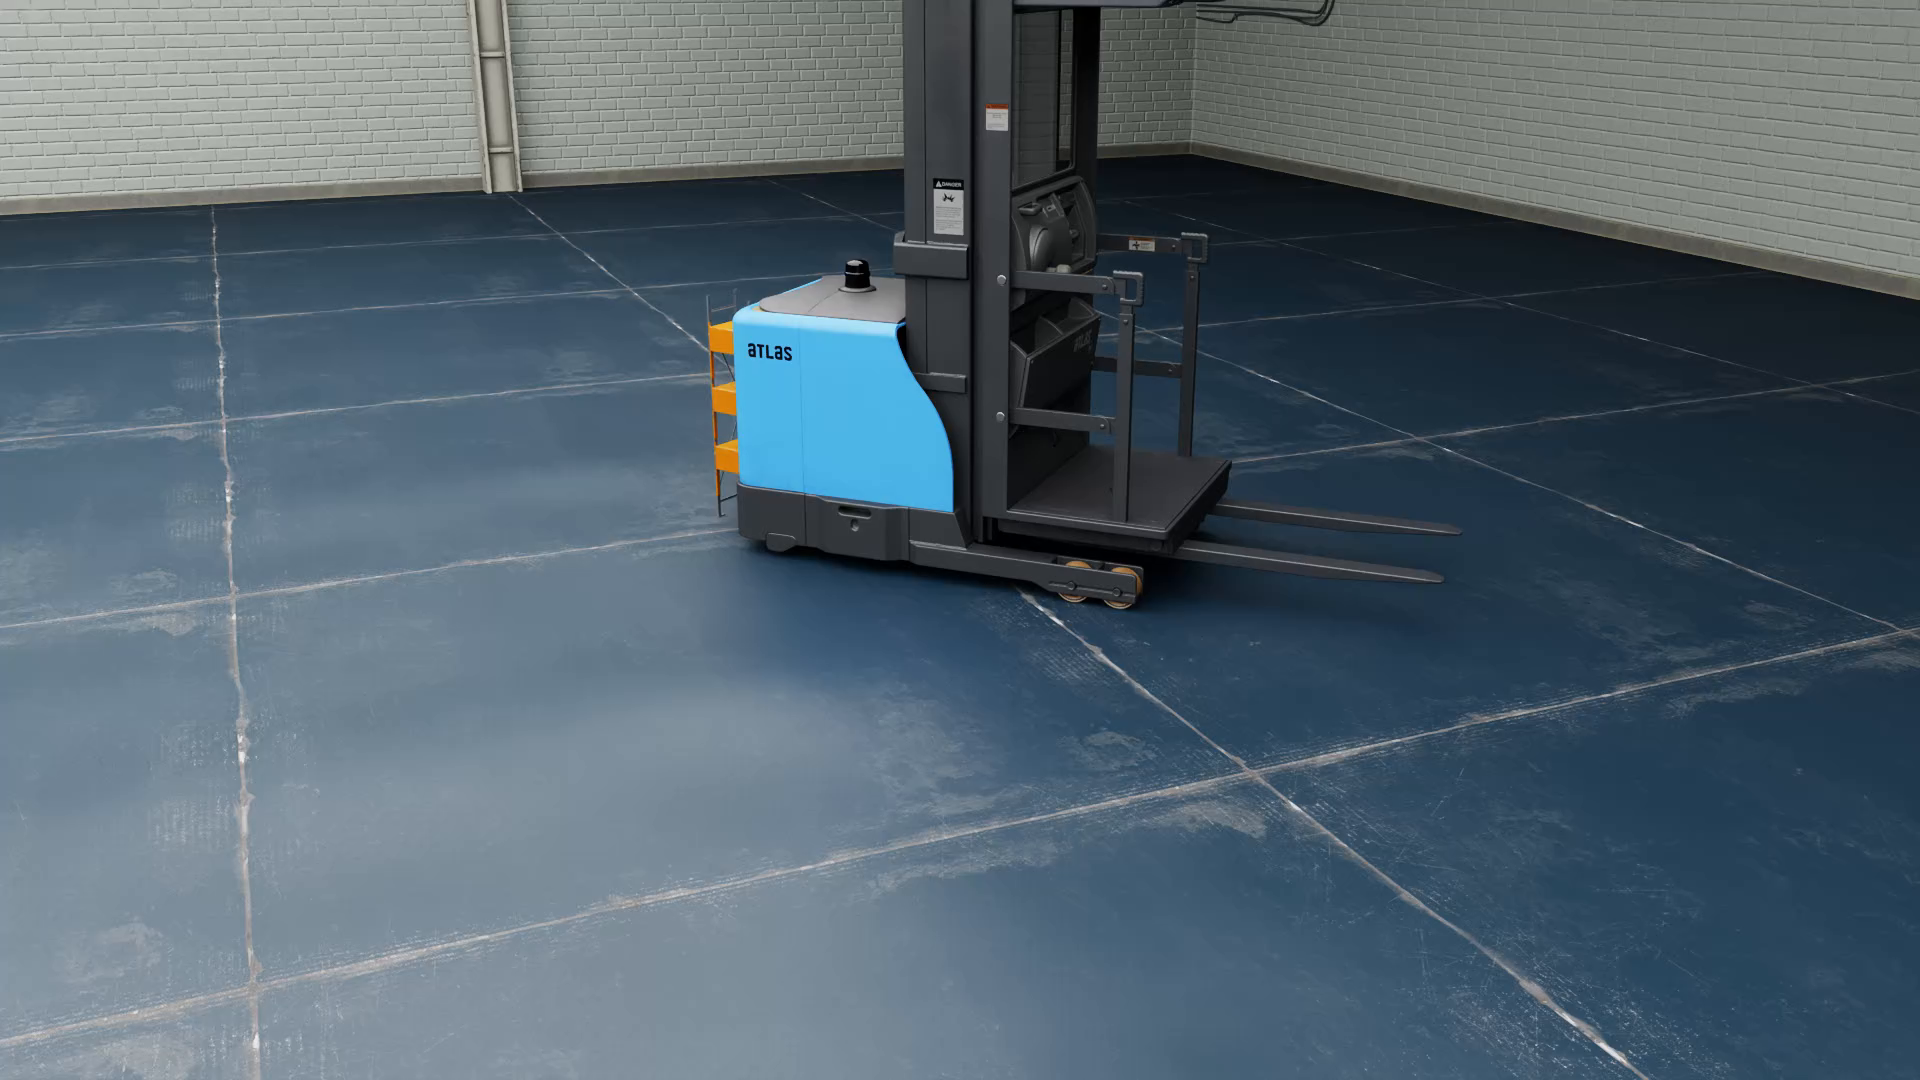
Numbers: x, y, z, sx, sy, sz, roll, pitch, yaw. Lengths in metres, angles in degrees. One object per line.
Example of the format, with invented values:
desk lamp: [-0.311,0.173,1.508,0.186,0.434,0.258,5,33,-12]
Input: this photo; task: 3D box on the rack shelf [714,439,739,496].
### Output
rack shelf: [-0.981,-0.335,7.762,0.240,0.259,0.215,13,23,32]

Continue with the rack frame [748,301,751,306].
rack frame: [-0.880,-0.585,7.601,0.008,1.050,0.200,13,23,32]

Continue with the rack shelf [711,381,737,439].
rack shelf: [-0.981,-0.597,7.670,0.240,0.259,0.215,13,23,32]

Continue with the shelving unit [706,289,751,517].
shelving unit: [-0.981,-0.607,7.666,0.252,1.050,0.215,13,23,32]

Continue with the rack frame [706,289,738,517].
rack frame: [-1.082,-0.630,7.731,0.008,1.050,0.200,13,23,32]

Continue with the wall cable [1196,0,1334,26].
wall cable: [3.612,-7.472,19.870,0.112,2.526,3.097,-8,21,-22]

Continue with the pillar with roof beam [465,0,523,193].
pillar with roof beam: [-3.420,-6.851,13.429,0.400,9.000,9.100,-8,21,-22]

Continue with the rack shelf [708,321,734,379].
rack shelf: [-0.981,-0.865,7.575,0.240,0.259,0.215,13,23,32]

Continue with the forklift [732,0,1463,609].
forklift: [0.582,-1.303,6.810,3.031,2.935,1.130,8,21,21]
